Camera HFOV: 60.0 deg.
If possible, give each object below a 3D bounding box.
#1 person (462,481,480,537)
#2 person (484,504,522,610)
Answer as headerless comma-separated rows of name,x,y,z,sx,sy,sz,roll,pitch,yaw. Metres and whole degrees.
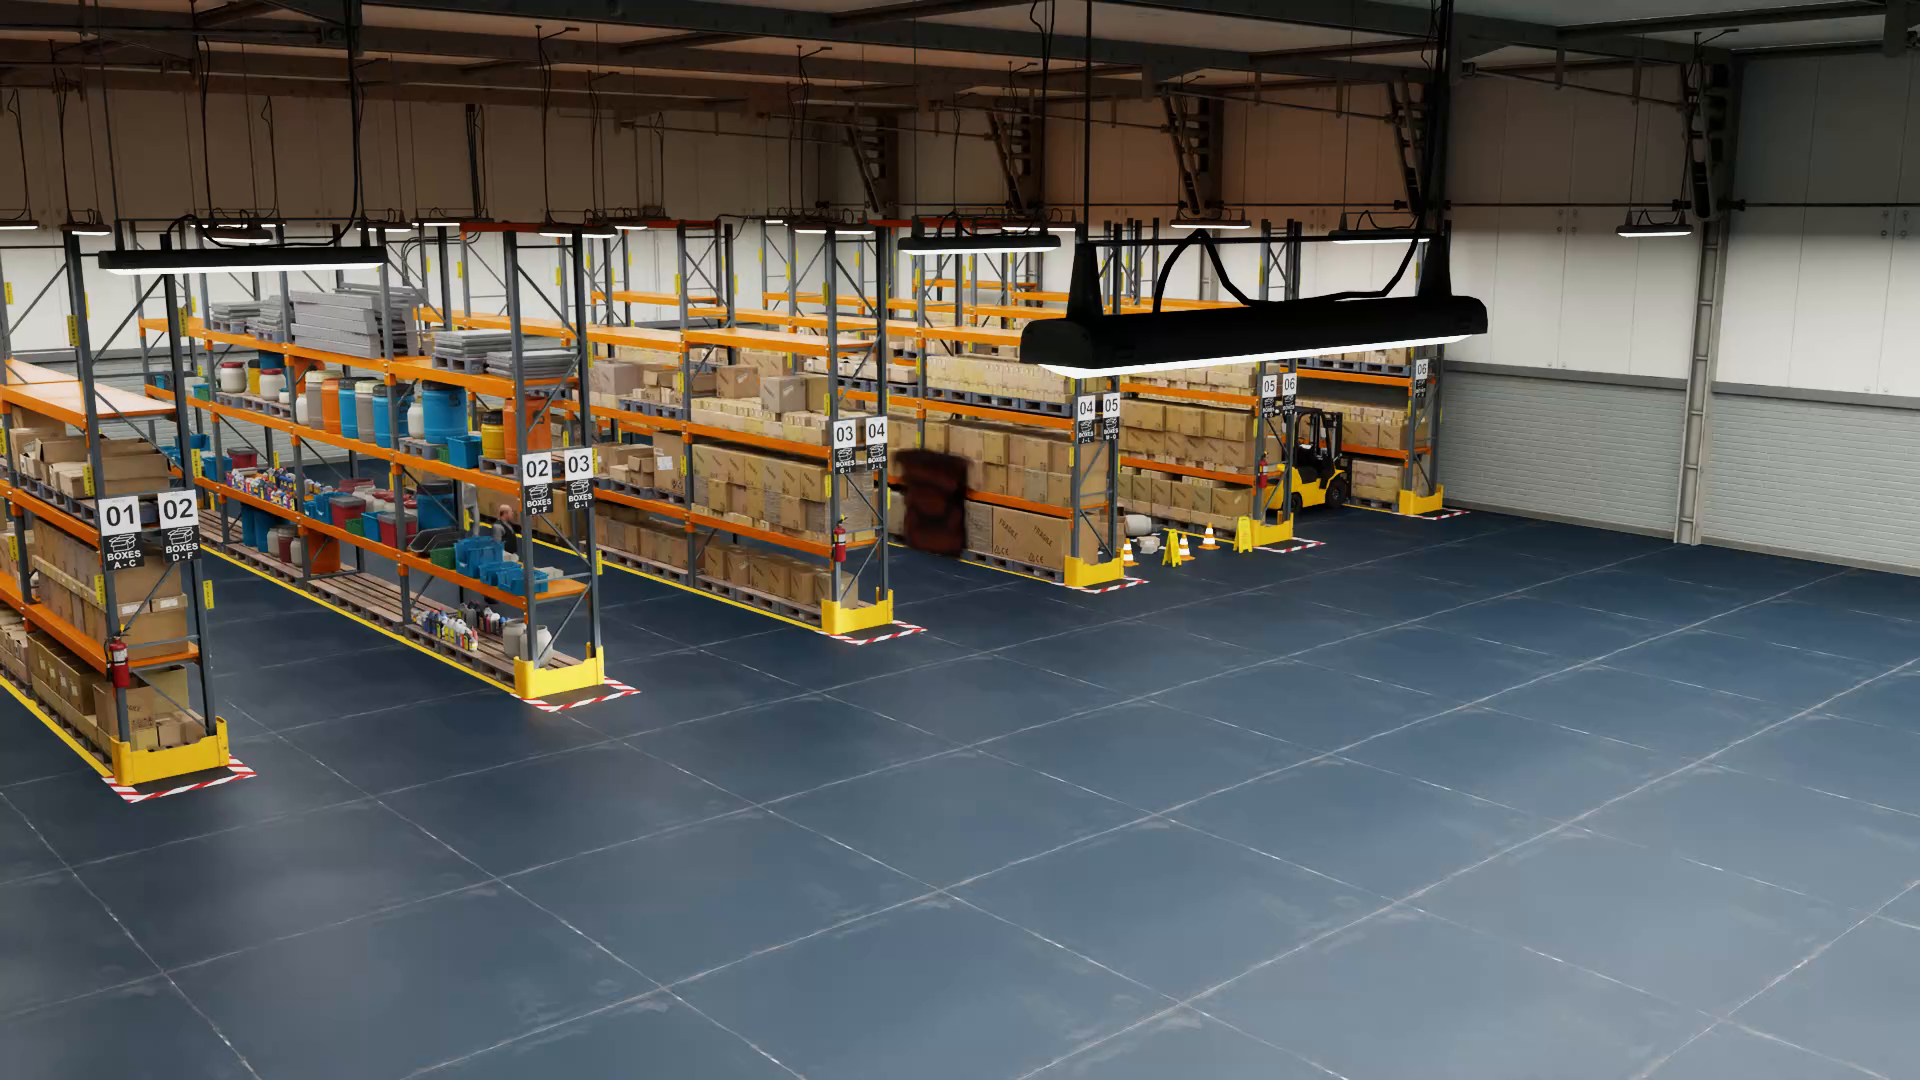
person,-9.245,-0.656,31.149,0.405,1.553,0.805,-11,16,-42
person,-7.191,0.275,26.260,1.000,1.687,0.489,8,14,36
